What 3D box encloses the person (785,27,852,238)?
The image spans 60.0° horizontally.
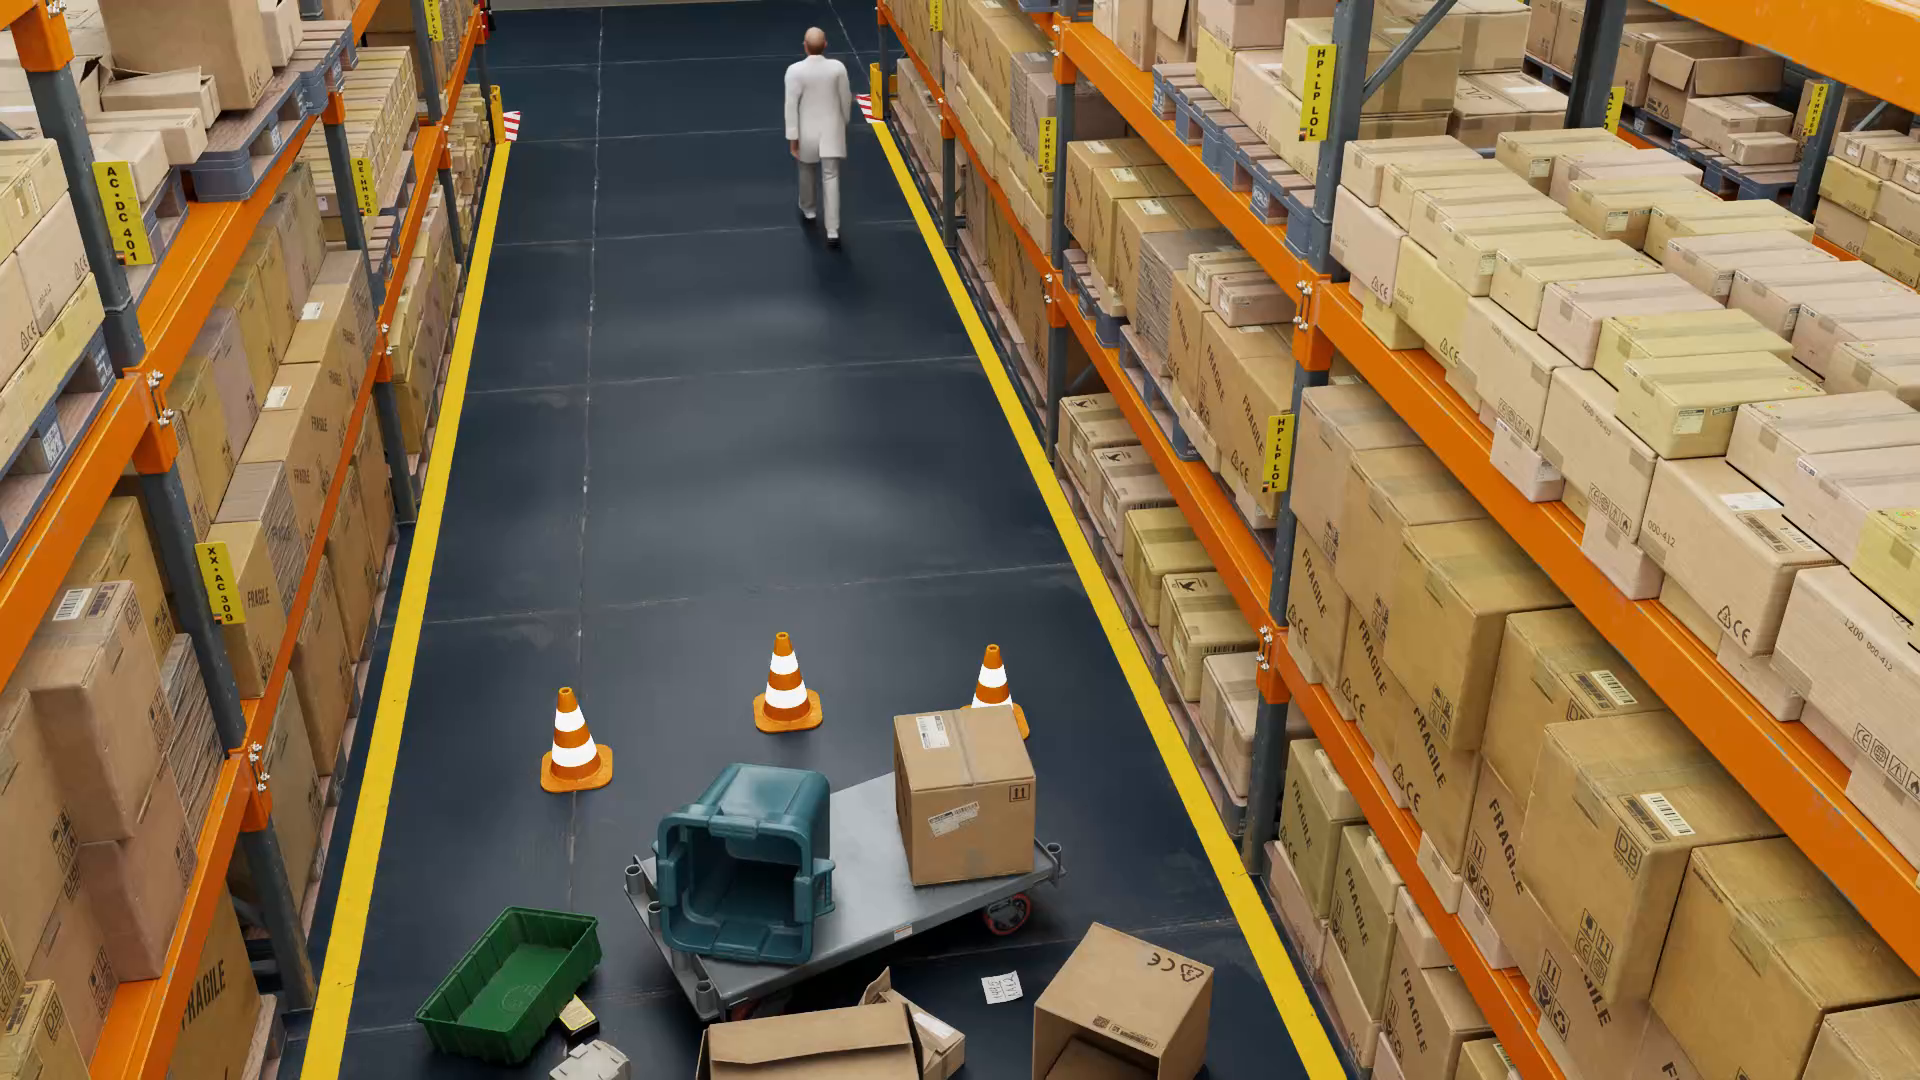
[{"bbox_3d":[-1.198,-3.498,14.131,0.581,1.724,1.130,-4,31,-7],"label":"person"}]
